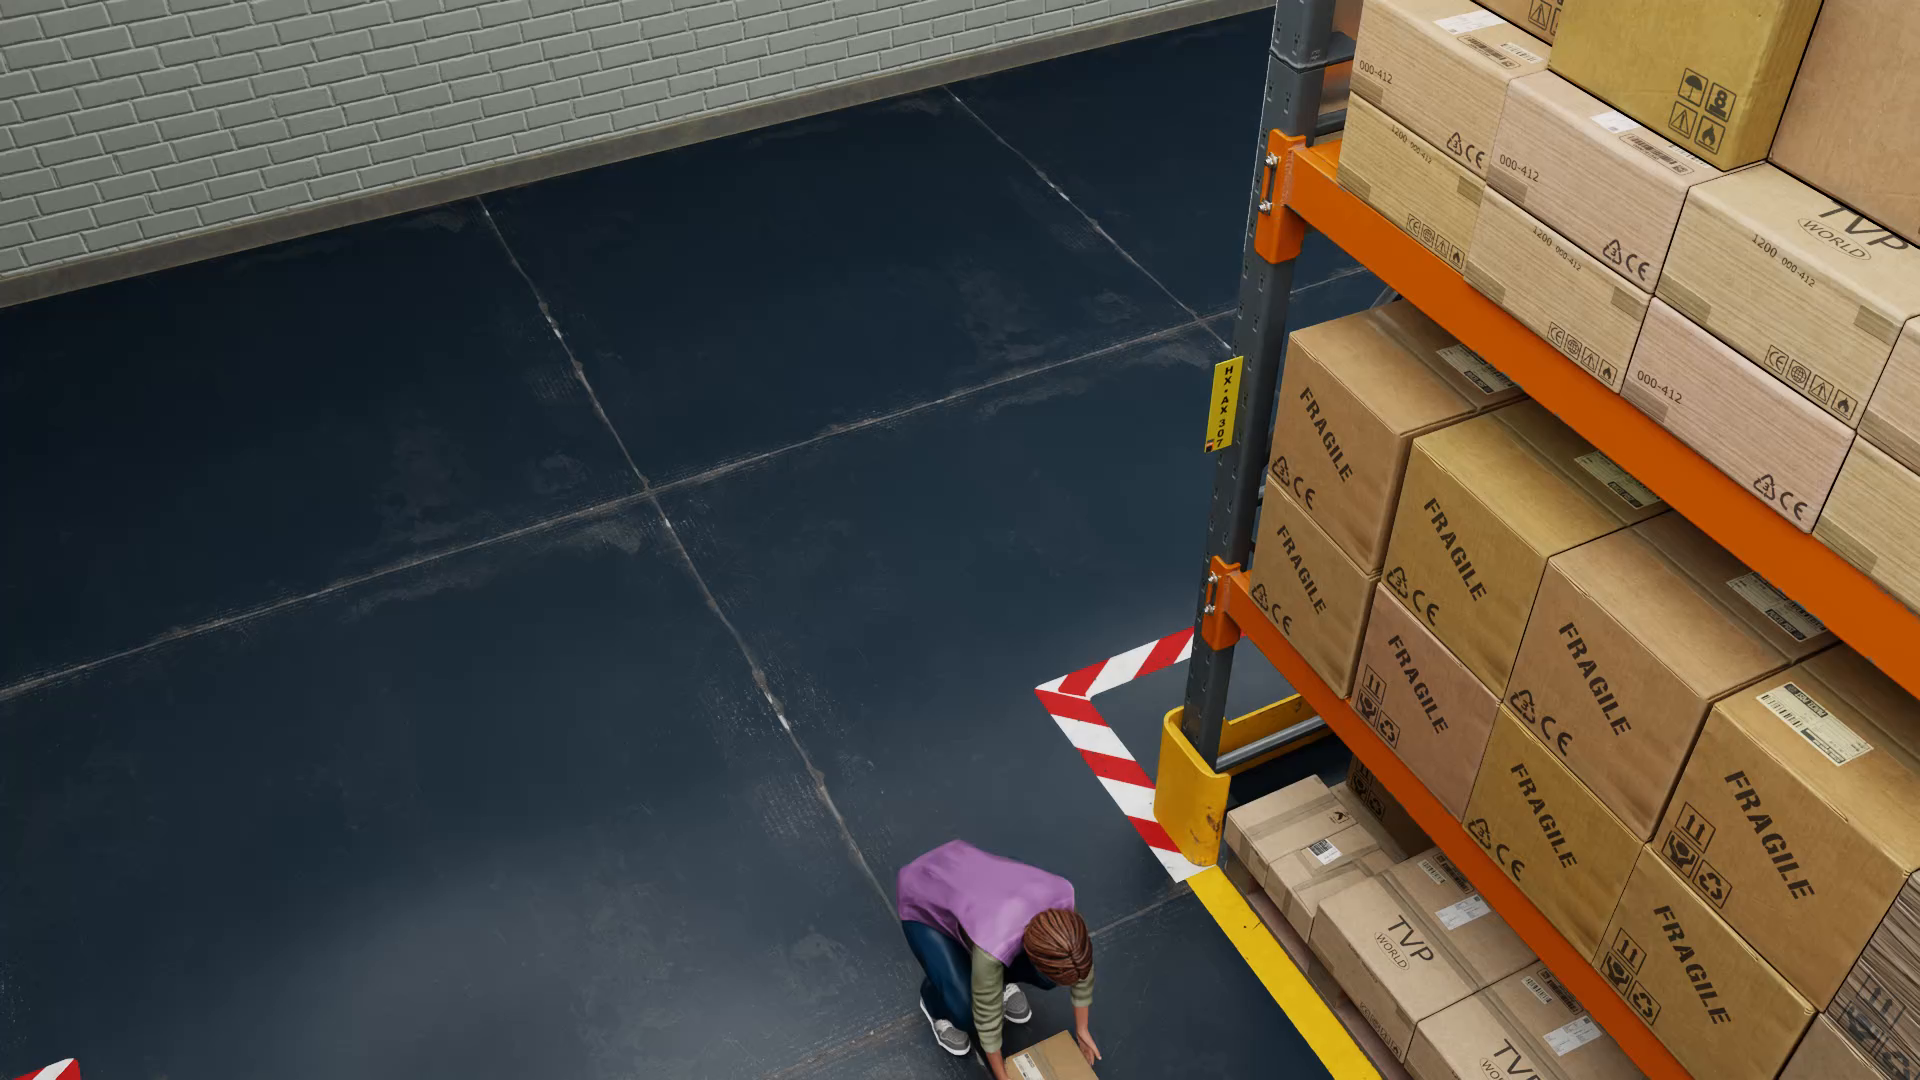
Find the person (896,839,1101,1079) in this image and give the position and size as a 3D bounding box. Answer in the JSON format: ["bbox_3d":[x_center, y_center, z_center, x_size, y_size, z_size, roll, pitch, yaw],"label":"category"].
[{"bbox_3d":[0.114,1.294,5.241,0.447,0.907,0.792,-22,46,-23],"label":"person"}]
